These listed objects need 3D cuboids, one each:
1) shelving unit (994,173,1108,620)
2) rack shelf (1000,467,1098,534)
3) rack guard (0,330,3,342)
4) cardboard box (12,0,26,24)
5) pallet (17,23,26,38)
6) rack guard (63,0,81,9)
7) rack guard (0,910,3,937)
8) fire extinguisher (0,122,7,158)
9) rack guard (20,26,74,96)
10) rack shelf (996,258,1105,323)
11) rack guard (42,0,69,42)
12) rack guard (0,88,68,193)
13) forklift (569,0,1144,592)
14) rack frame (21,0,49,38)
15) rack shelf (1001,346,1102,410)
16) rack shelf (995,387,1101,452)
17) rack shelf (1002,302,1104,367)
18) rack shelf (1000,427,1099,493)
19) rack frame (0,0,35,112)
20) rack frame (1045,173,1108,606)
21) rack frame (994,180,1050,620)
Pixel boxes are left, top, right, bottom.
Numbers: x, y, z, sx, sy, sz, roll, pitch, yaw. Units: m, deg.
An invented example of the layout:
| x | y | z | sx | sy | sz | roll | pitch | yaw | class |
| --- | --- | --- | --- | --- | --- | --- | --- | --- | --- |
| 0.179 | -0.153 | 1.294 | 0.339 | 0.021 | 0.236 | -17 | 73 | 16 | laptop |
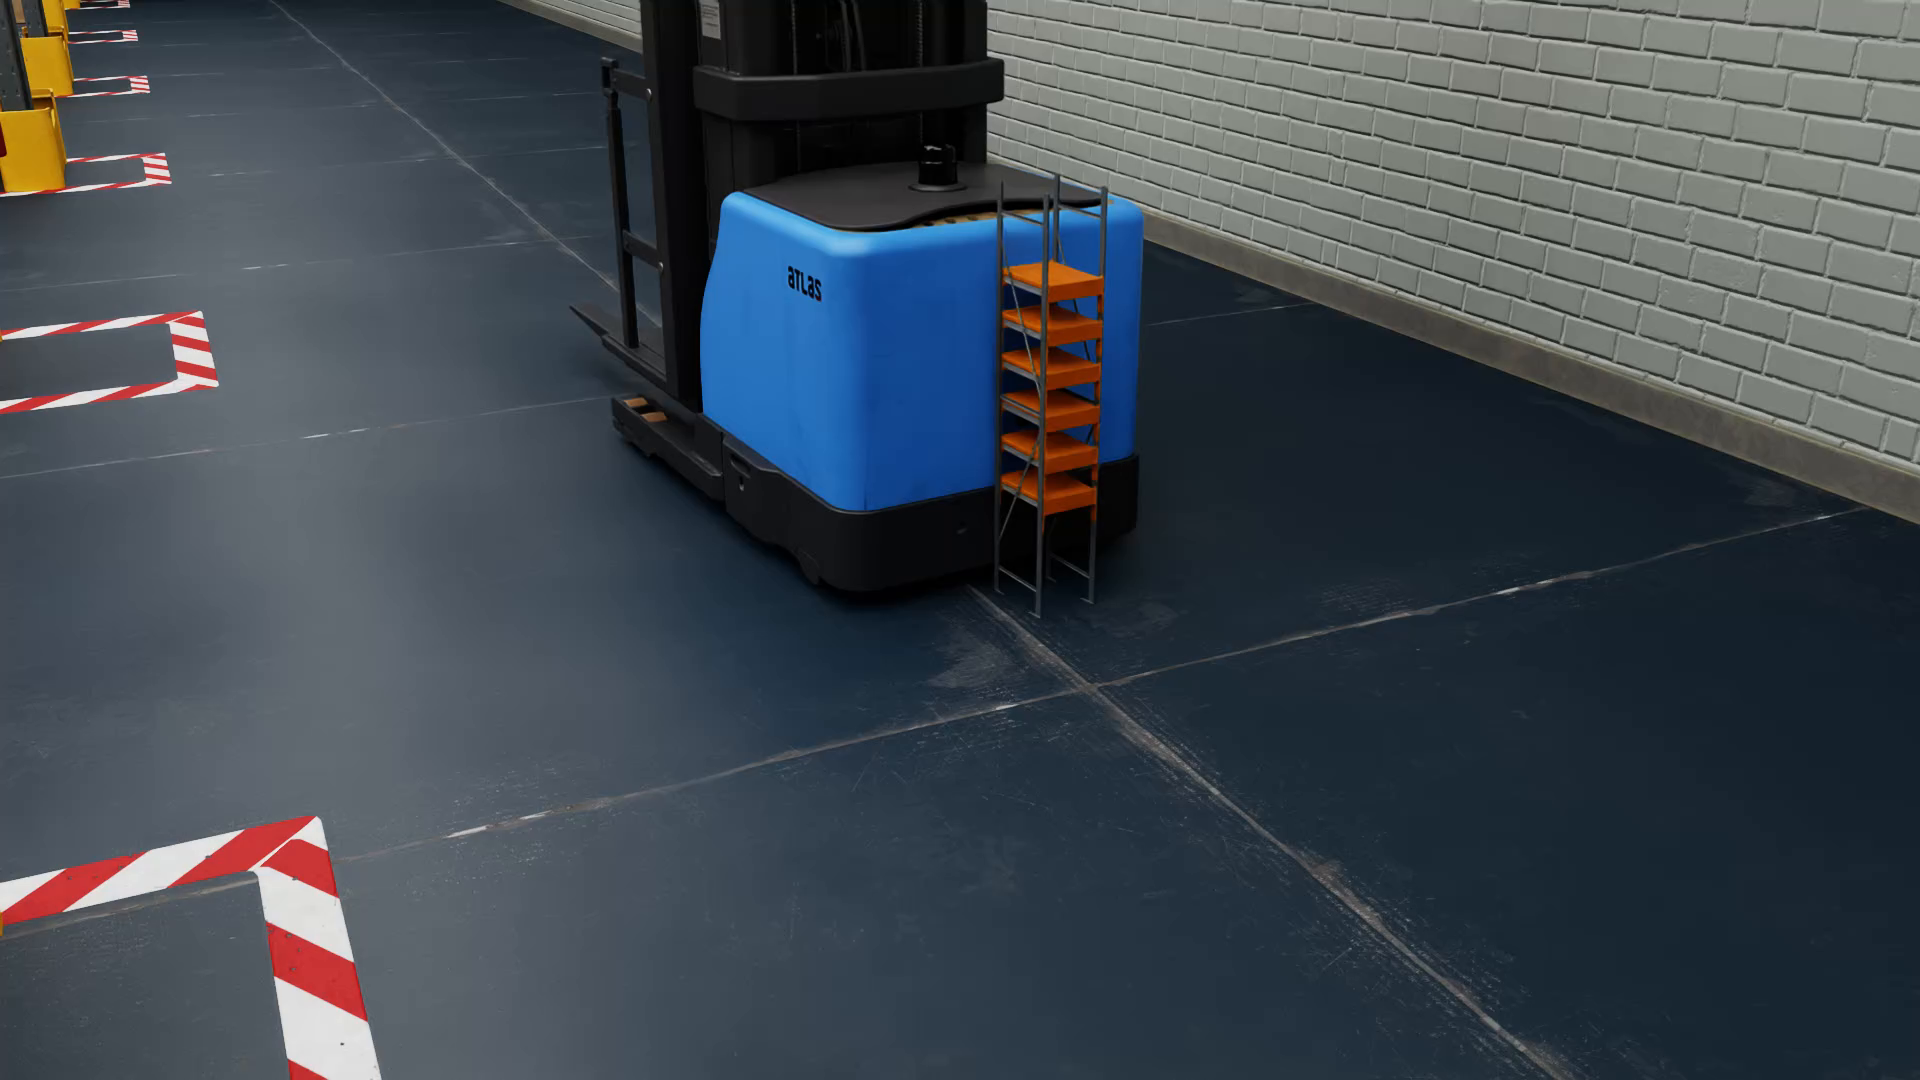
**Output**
| x | y | z | sx | sy | sz | roll | pitch | yaw | class |
| --- | --- | --- | --- | --- | --- | --- | --- | --- | --- |
| 0.243 | -0.385 | 4.612 | 0.189 | 1.200 | 0.258 | -13 | 26 | -29 | shelving unit |
| 0.243 | -0.123 | 4.721 | 0.180 | 0.103 | 0.258 | -13 | 26 | -29 | rack shelf |
| -4.204 | -0.922 | 6.824 | 0.348 | 0.500 | 1.175 | -10 | 25 | -24 | rack guard |
| -10.872 | -6.104 | 18.766 | 0.500 | 0.500 | 0.500 | -10 | 25 | -24 | cardboard box |
| -11.275 | -5.797 | 18.978 | 1.213 | 0.211 | 1.003 | -10 | 25 | -24 | pallet |
| -12.619 | -7.786 | 23.405 | 0.348 | 0.500 | 1.175 | -10 | 25 | -24 | rack guard |
| -1.876 | 0.751 | 2.783 | 0.348 | 0.500 | 1.175 | -10 | 25 | -24 | rack guard |
| -3.708 | -1.764 | 6.179 | 0.183 | 0.674 | 0.296 | -10 | 25 | -24 | fire extinguisher |
| -8.328 | -4.376 | 15.168 | 0.348 | 0.500 | 1.175 | -10 | 25 | -24 | rack guard |
| 0.243 | -0.677 | 4.492 | 0.180 | 0.103 | 0.258 | -13 | 26 | -29 | rack shelf |
| -10.557 | -6.063 | 19.243 | 0.348 | 0.500 | 1.175 | -10 | 25 | -24 | rack guard |
| -6.174 | -2.665 | 11.034 | 0.348 | 0.500 | 1.175 | -10 | 25 | -24 | rack guard |
| -0.623 | -1.727 | 5.589 | 1.130 | 2.935 | 3.031 | -12 | 26 | -28 | forklift |
| -8.344 | -5.523 | 14.670 | 0.127 | 3.000 | 1.000 | -10 | 25 | -24 | rack frame |
| 0.243 | -0.455 | 4.584 | 0.180 | 0.103 | 0.258 | -13 | 26 | -29 | rack shelf |
| 0.243 | -0.344 | 4.629 | 0.180 | 0.103 | 0.258 | -13 | 26 | -29 | rack shelf |
| 0.243 | -0.566 | 4.538 | 0.180 | 0.103 | 0.258 | -13 | 26 | -29 | rack shelf |
| 0.243 | -0.234 | 4.675 | 0.180 | 0.103 | 0.258 | -13 | 26 | -29 | rack shelf |
| -6.195 | -3.816 | 10.546 | 0.127 | 3.000 | 1.000 | -10 | 25 | -24 | rack frame |
| 0.321 | -0.404 | 4.657 | 0.006 | 1.200 | 0.240 | -13 | 26 | -29 | rack frame |
| 0.165 | -0.367 | 4.568 | 0.006 | 1.200 | 0.240 | -13 | 26 | -29 | rack frame |
